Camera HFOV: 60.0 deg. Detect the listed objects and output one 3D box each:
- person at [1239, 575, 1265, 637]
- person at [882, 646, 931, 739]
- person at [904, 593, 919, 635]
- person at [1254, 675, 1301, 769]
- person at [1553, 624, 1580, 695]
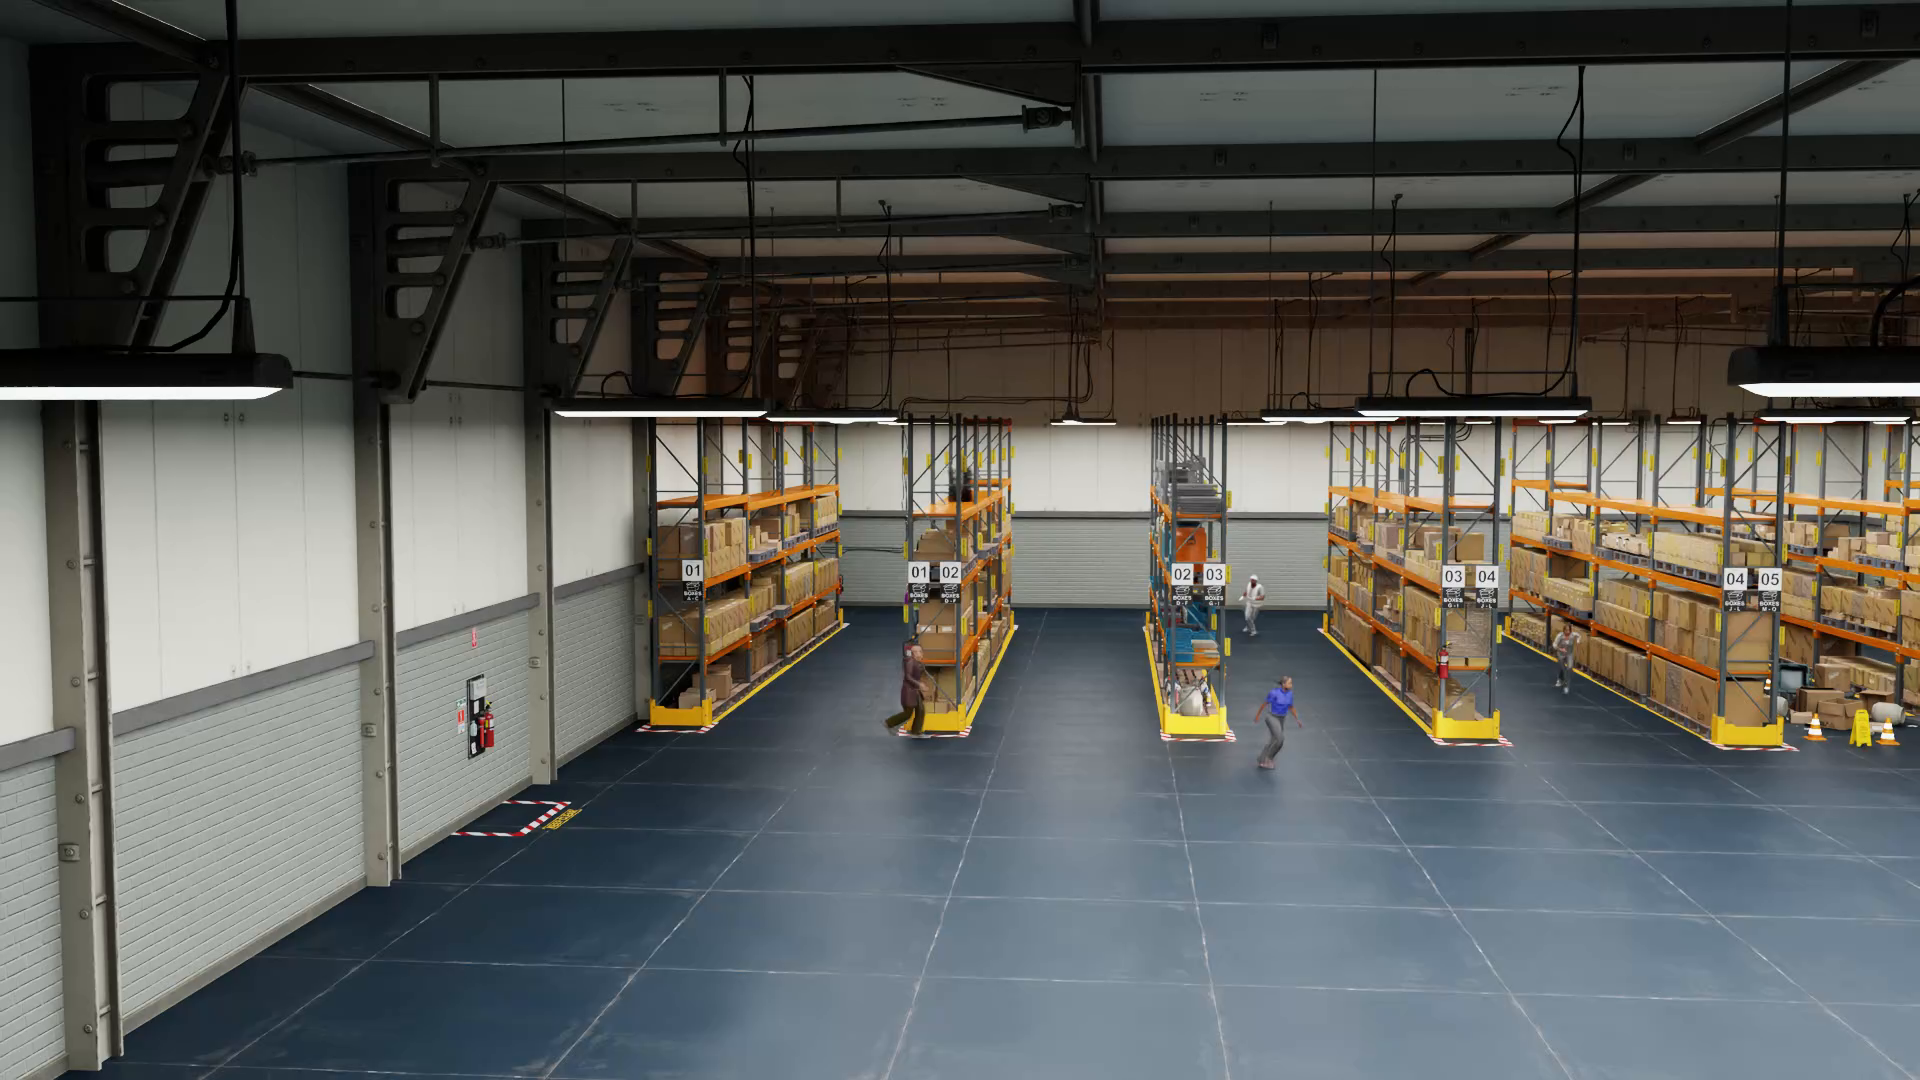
[{"bbox_3d":[8.069,1.802,45.862,0.817,1.724,0.710,2,5,32],"label":"person"},{"bbox_3d":[-0.988,2.802,30.597,0.901,1.736,0.702,1,4,16],"label":"person"},{"bbox_3d":[-1.182,1.914,45.569,0.707,1.466,0.988,0,4,-6],"label":"person"},{"bbox_3d":[5.336,3.039,27.874,0.528,1.595,0.740,-3,5,-38],"label":"person"},{"bbox_3d":[13.142,2.559,36.114,0.589,1.546,0.902,1,4,8],"label":"person"}]
